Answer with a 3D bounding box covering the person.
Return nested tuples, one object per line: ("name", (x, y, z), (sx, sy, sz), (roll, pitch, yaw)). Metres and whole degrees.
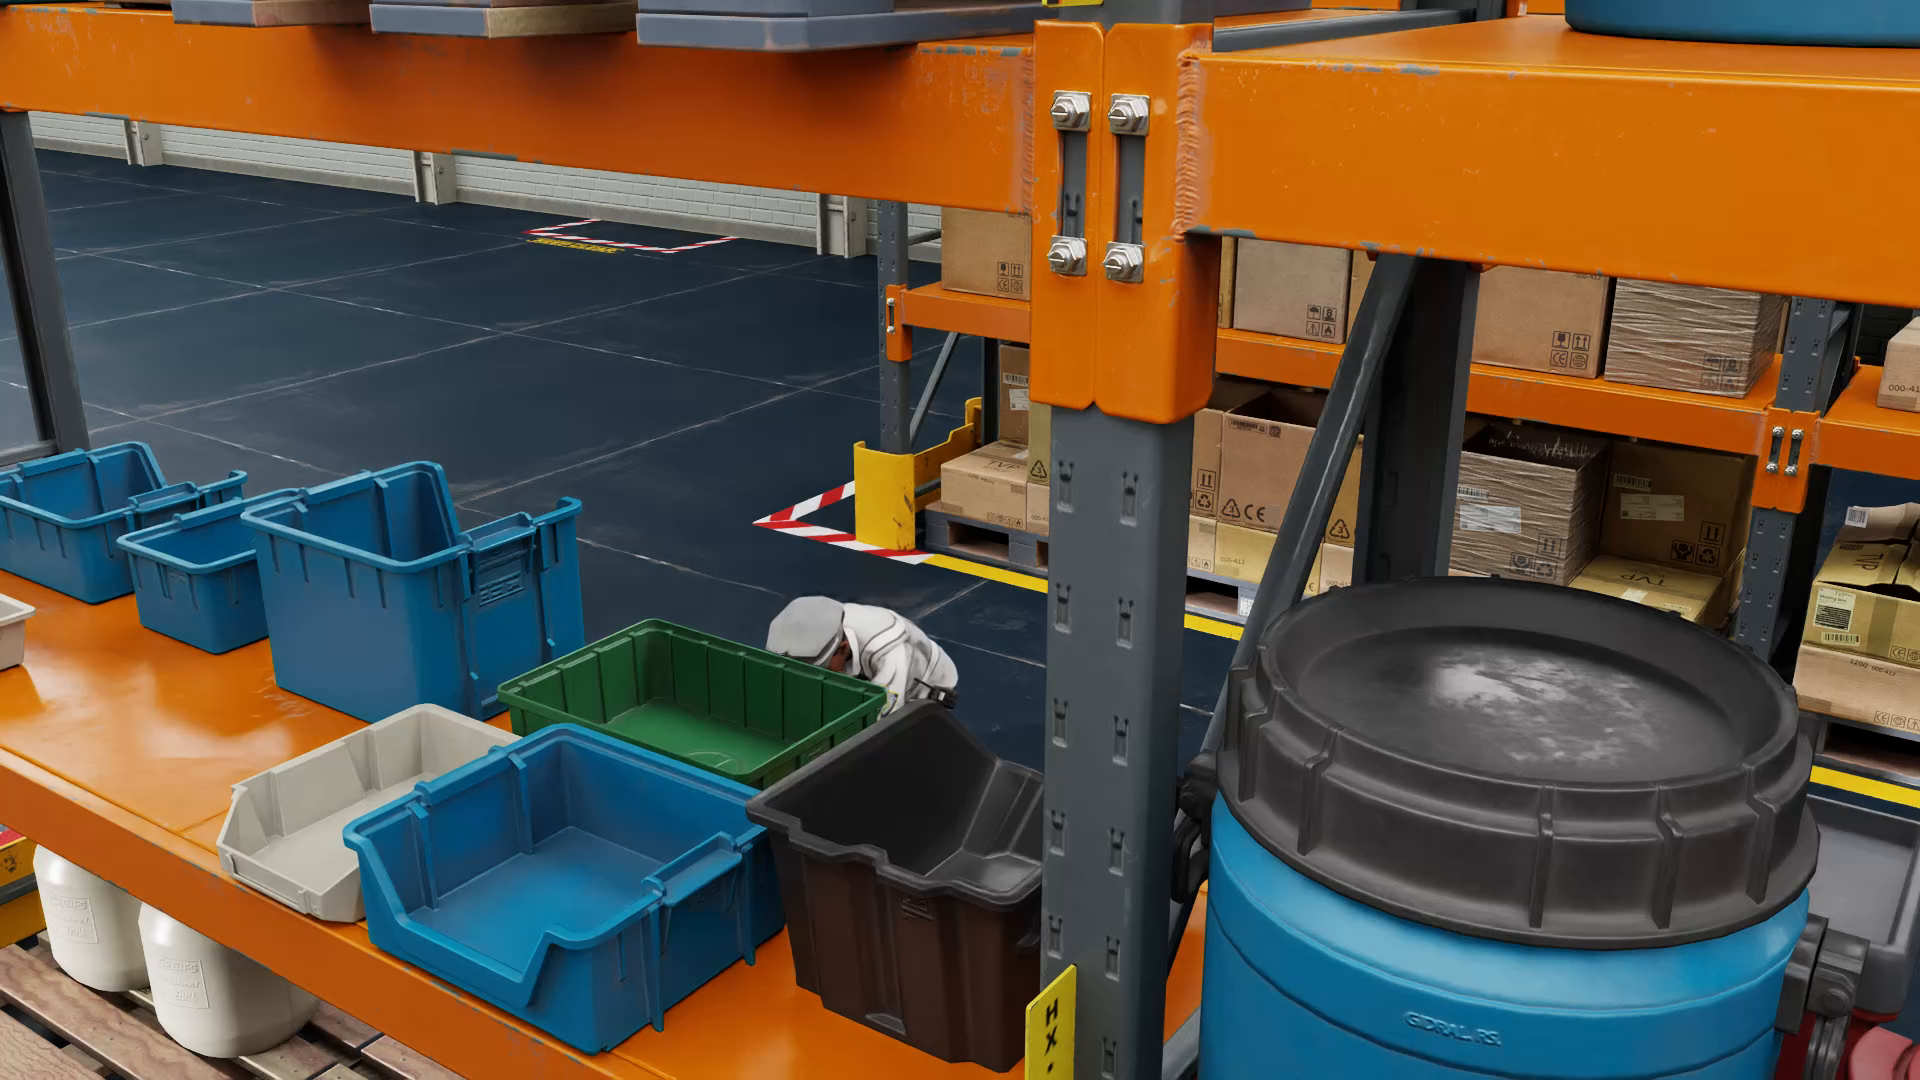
("person", (-0.326, 0.586, 5.413), (0.487, 1.019, 0.833), (13, 24, 32))
